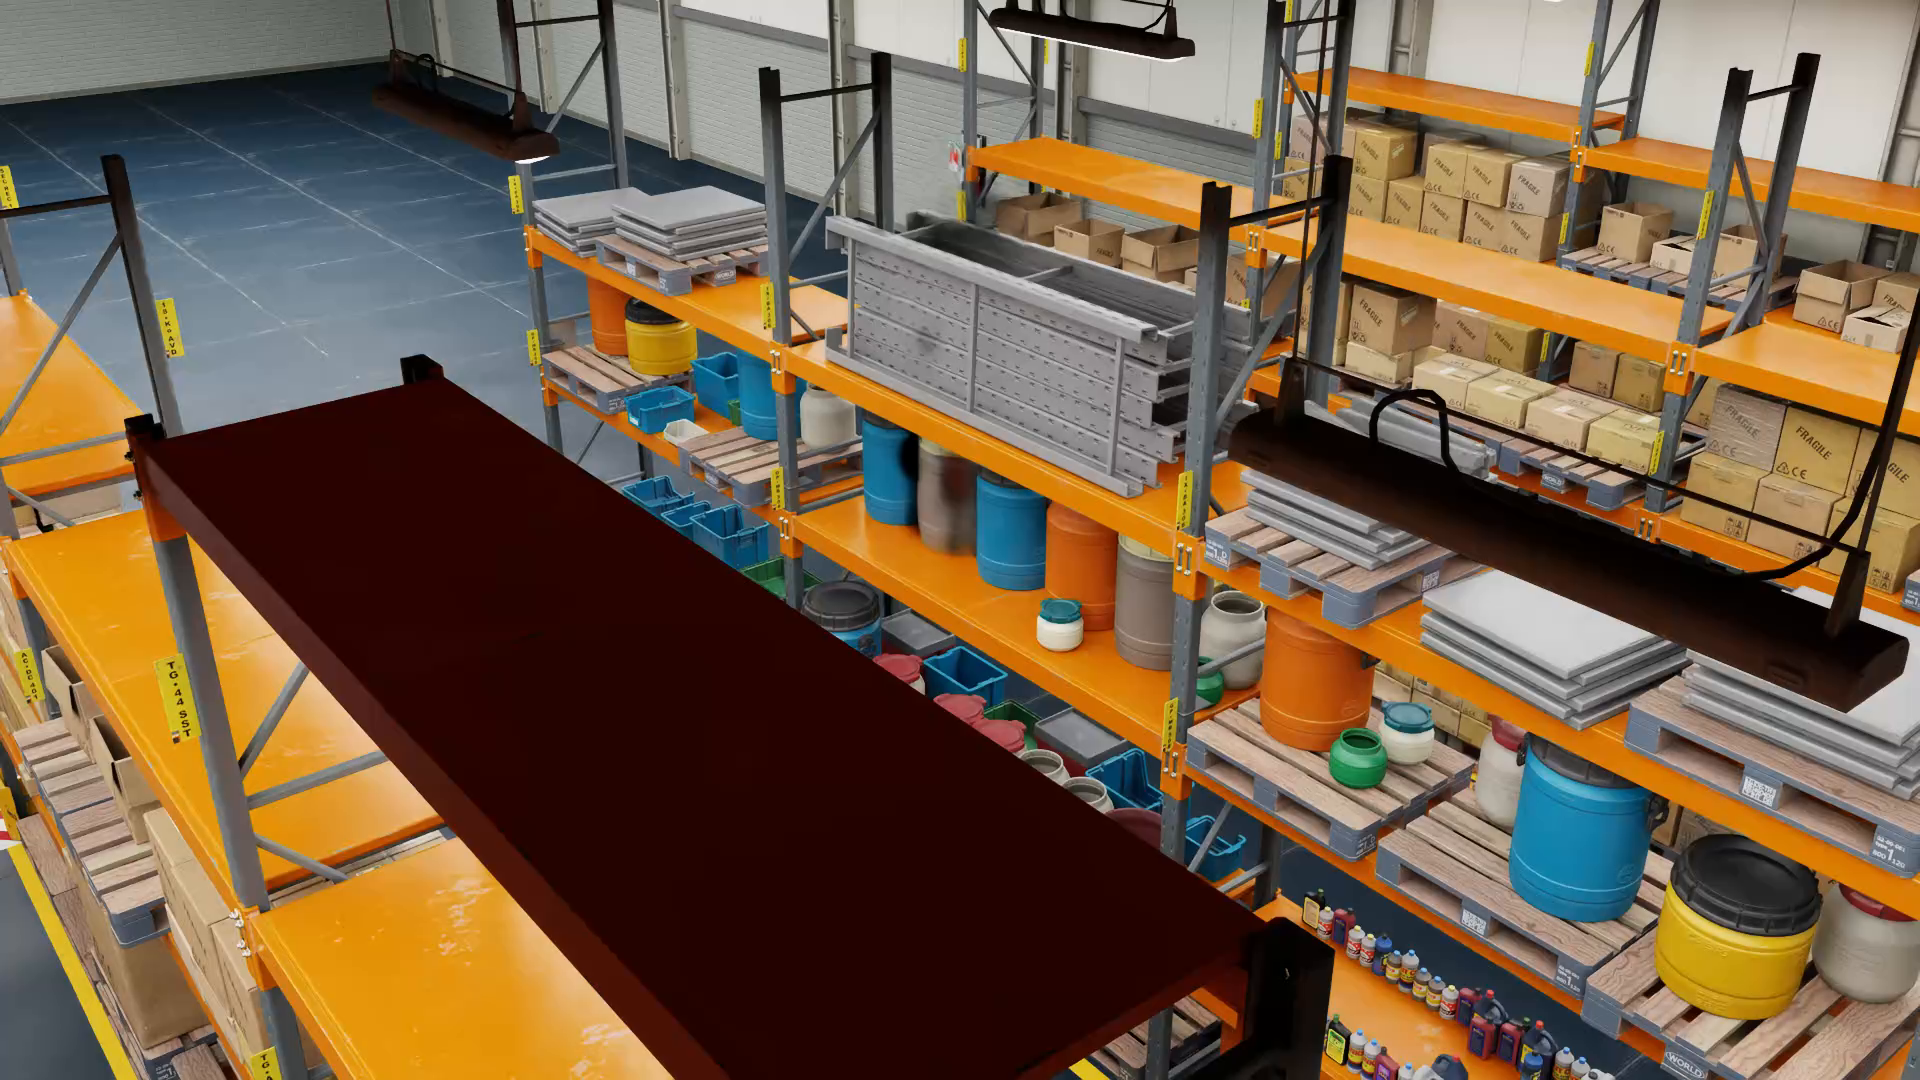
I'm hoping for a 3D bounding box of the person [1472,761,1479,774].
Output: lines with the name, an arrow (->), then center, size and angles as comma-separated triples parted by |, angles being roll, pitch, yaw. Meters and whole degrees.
person -> 3.963, 1.818, 12.055 | 0.532, 1.620, 0.570 | 23, 34, 39
